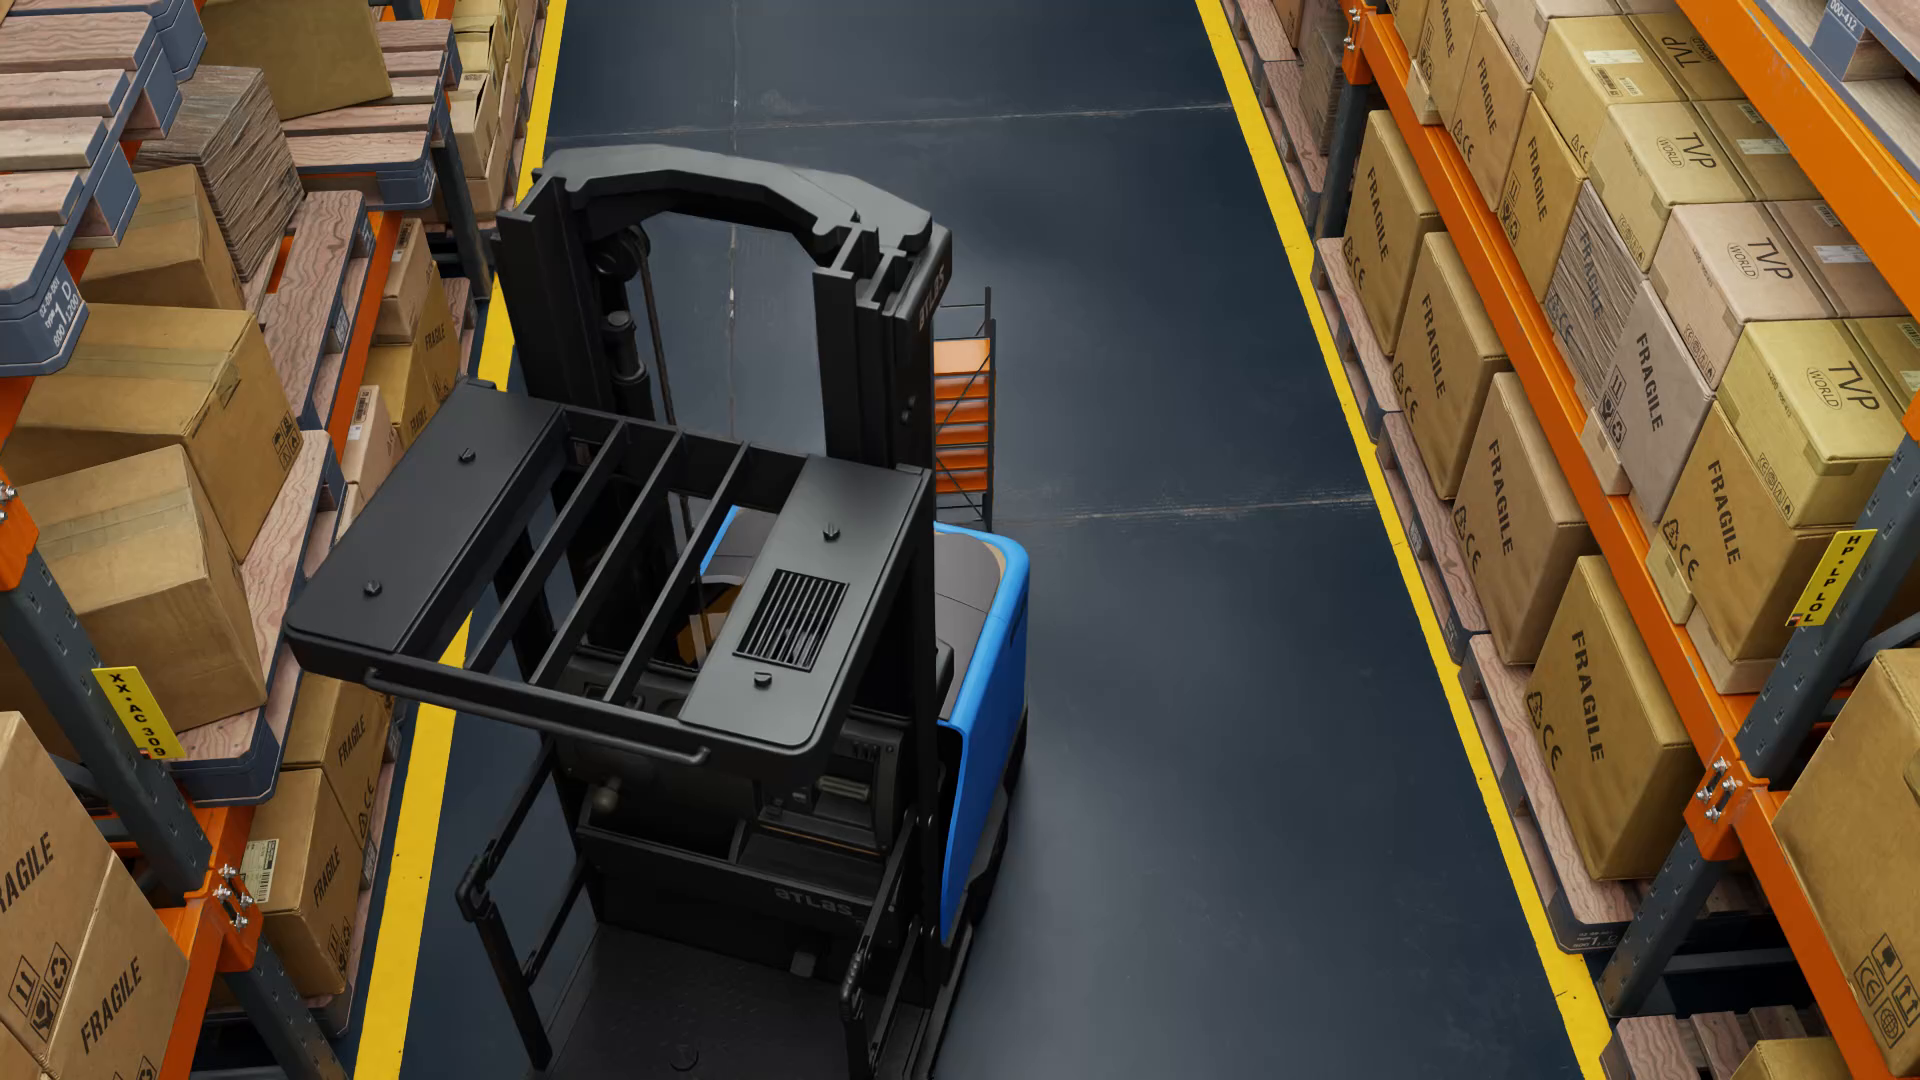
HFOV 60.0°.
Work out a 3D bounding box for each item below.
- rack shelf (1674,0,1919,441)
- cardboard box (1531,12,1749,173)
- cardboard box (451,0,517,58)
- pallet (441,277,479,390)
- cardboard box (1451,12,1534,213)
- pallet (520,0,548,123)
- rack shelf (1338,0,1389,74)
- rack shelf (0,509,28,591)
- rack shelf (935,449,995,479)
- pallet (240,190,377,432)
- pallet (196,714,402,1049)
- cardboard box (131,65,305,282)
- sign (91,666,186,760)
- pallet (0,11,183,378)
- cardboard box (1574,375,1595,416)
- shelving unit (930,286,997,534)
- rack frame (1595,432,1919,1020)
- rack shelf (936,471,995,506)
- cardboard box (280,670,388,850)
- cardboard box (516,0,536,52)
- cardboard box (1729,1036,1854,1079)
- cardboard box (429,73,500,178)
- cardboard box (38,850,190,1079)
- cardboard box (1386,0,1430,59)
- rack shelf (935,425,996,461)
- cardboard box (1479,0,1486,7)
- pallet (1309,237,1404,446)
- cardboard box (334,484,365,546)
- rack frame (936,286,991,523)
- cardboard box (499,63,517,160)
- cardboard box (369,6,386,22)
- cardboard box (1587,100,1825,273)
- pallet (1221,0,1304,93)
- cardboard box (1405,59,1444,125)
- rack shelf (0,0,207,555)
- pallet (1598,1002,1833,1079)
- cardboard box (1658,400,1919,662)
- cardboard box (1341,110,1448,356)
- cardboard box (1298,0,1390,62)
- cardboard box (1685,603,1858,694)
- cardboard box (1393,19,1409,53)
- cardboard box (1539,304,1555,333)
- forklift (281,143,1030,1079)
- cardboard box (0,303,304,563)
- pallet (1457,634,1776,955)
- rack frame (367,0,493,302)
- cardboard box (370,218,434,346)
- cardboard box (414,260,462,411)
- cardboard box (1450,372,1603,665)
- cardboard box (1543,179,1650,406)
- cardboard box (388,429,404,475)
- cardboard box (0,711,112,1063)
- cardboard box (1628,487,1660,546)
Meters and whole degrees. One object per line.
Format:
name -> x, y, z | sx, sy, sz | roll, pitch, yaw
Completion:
rack shelf -> 2.392, -1.809, 4.826 | 1.077, 0.370, 4.000 | -3, 47, -3
cardboard box -> 2.146, -1.410, 5.215 | 0.500, 0.250, 0.500 | -4, 47, -4
cardboard box -> -2.555, -2.705, 8.464 | 0.500, 0.311, 0.500 | -5, 47, -4
pallet -> -2.686, -0.666, 7.236 | 1.003, 0.211, 1.213 | -3, 47, -3
cardboard box -> 2.085, -1.509, 5.826 | 0.500, 0.500, 0.500 | -4, 47, -3
pallet -> -2.840, -2.688, 9.150 | 1.003, 0.211, 1.213 | -3, 47, -3
rack shelf -> 2.057, -3.671, 8.656 | 1.077, 0.370, 4.000 | -3, 47, -3
rack shelf -> -2.209, 1.389, 1.798 | 1.077, 0.370, 4.000 | -3, 47, -3
rack shelf -> -0.001, -0.310, 6.444 | 0.258, 0.103, 0.180 | -3, 47, -3
pallet -> -2.544, -0.695, 5.474 | 1.003, 0.211, 1.213 | -3, 47, -3
pallet -> -2.482, 1.099, 5.564 | 1.003, 0.211, 1.213 | -3, 47, -3
cardboard box -> -2.660, -1.224, 5.486 | 0.700, 0.500, 0.500 | 4, 47, 4
sign -> -1.836, 0.390, 3.718 | 0.100, 0.325, 0.005 | -3, 47, -3
pallet -> -2.361, -0.717, 3.426 | 1.213, 0.211, 1.003 | -3, 47, -3
cardboard box -> 2.193, -0.465, 5.284 | 0.380, 0.149, 0.250 | -3, 47, -3
shelving unit -> -0.001, -0.423, 6.324 | 0.258, 1.200, 0.189 | -3, 47, -3
rack frame -> 2.560, 0.423, 4.284 | 1.000, 3.000, 0.127 | -3, 47, -3
rack shelf -> -0.001, -0.227, 6.531 | 0.258, 0.103, 0.180 | -3, 47, -3
cardboard box -> -2.230, 0.685, 5.454 | 0.500, 0.500, 0.500 | -3, 47, -3
cardboard box -> -2.597, -2.874, 9.010 | 0.500, 0.250, 0.500 | -3, 47, -2
cardboard box -> 2.520, 1.685, 4.521 | 0.700, 0.500, 0.500 | -3, 47, -3
cardboard box -> -2.462, -1.956, 7.755 | 0.500, 0.311, 0.500 | -2, 47, -2
cardboard box -> -2.079, 1.038, 3.632 | 0.500, 0.500, 0.500 | -3, 47, -3
cardboard box -> 2.010, -2.248, 6.526 | 0.500, 0.500, 0.500 | -2, 47, -2
rack shelf -> -0.001, -0.392, 6.357 | 0.258, 0.103, 0.180 | -3, 47, -3
cardboard box -> 2.052, -2.140, 5.907 | 0.500, 0.250, 0.500 | -4, 47, -4
pallet -> 2.216, -0.938, 7.493 | 1.003, 0.211, 1.213 | -3, 47, -3
cardboard box -> -2.258, 0.088, 5.502 | 0.500, 0.250, 0.500 | -3, 47, -3
rack frame -> -0.009, -0.489, 6.387 | 0.240, 1.200, 0.006 | -3, 47, -3
cardboard box -> -2.505, -2.127, 8.303 | 0.500, 0.250, 0.500 | -5, 47, -4
cardboard box -> -2.698, -2.403, 7.021 | 0.500, 0.311, 0.500 | -1, 47, -1
cardboard box -> 2.190, -1.041, 4.866 | 0.500, 0.250, 0.500 | -3, 47, -3
pallet -> 2.062, -2.959, 9.407 | 1.003, 0.211, 1.213 | -3, 47, -3
cardboard box -> 1.972, -1.759, 6.510 | 0.380, 0.149, 0.250 | -2, 47, -2
rack shelf -> -2.544, -1.505, 4.539 | 1.077, 0.370, 4.000 | -3, 47, -3
pallet -> 2.545, 1.936, 4.771 | 1.003, 0.211, 1.213 | -3, 47, -3
cardboard box -> 2.270, -0.040, 4.434 | 0.500, 0.500, 0.500 | -4, 47, -4
cardboard box -> 2.156, -1.337, 7.141 | 0.750, 0.750, 0.750 | -4, 47, -4
cardboard box -> 2.185, -2.661, 8.623 | 0.700, 0.500, 0.500 | -4, 47, -3
cardboard box -> 2.249, 0.275, 4.583 | 0.380, 0.149, 0.250 | -3, 47, -3
cardboard box -> 2.022, -2.140, 6.870 | 0.380, 0.149, 0.250 | -4, 47, -4
cardboard box -> 2.176, -0.840, 5.639 | 0.380, 0.149, 0.250 | -2, 47, -2
forklift -> -0.661, 0.665, 4.101 | 1.130, 2.935, 3.031 | 12, 48, 11
cardboard box -> -2.314, -0.302, 4.612 | 0.700, 0.500, 0.500 | 3, 47, 3
pallet -> 2.420, 0.828, 5.821 | 1.003, 0.211, 1.213 | -3, 47, -3
rack frame -> -2.711, -2.168, 6.737 | 1.000, 3.000, 0.127 | -3, 47, -3
cardboard box -> -2.390, -1.014, 6.547 | 0.500, 0.250, 0.500 | -2, 47, -2
cardboard box -> -2.399, -0.797, 6.858 | 0.500, 0.500, 0.500 | -2, 47, -2
cardboard box -> 2.298, -0.088, 5.959 | 0.750, 0.750, 0.750 | -2, 47, -2
cardboard box -> 2.184, -0.772, 5.128 | 0.500, 0.500, 0.500 | -3, 47, -3
cardboard box -> -2.306, -0.043, 6.144 | 0.500, 0.500, 0.500 | -5, 47, -5
cardboard box -> -2.076, 0.698, 3.265 | 0.500, 0.500, 0.500 | -3, 47, -3
cardboard box -> 2.228, -0.097, 4.935 | 0.380, 0.149, 0.250 | -2, 47, -2
